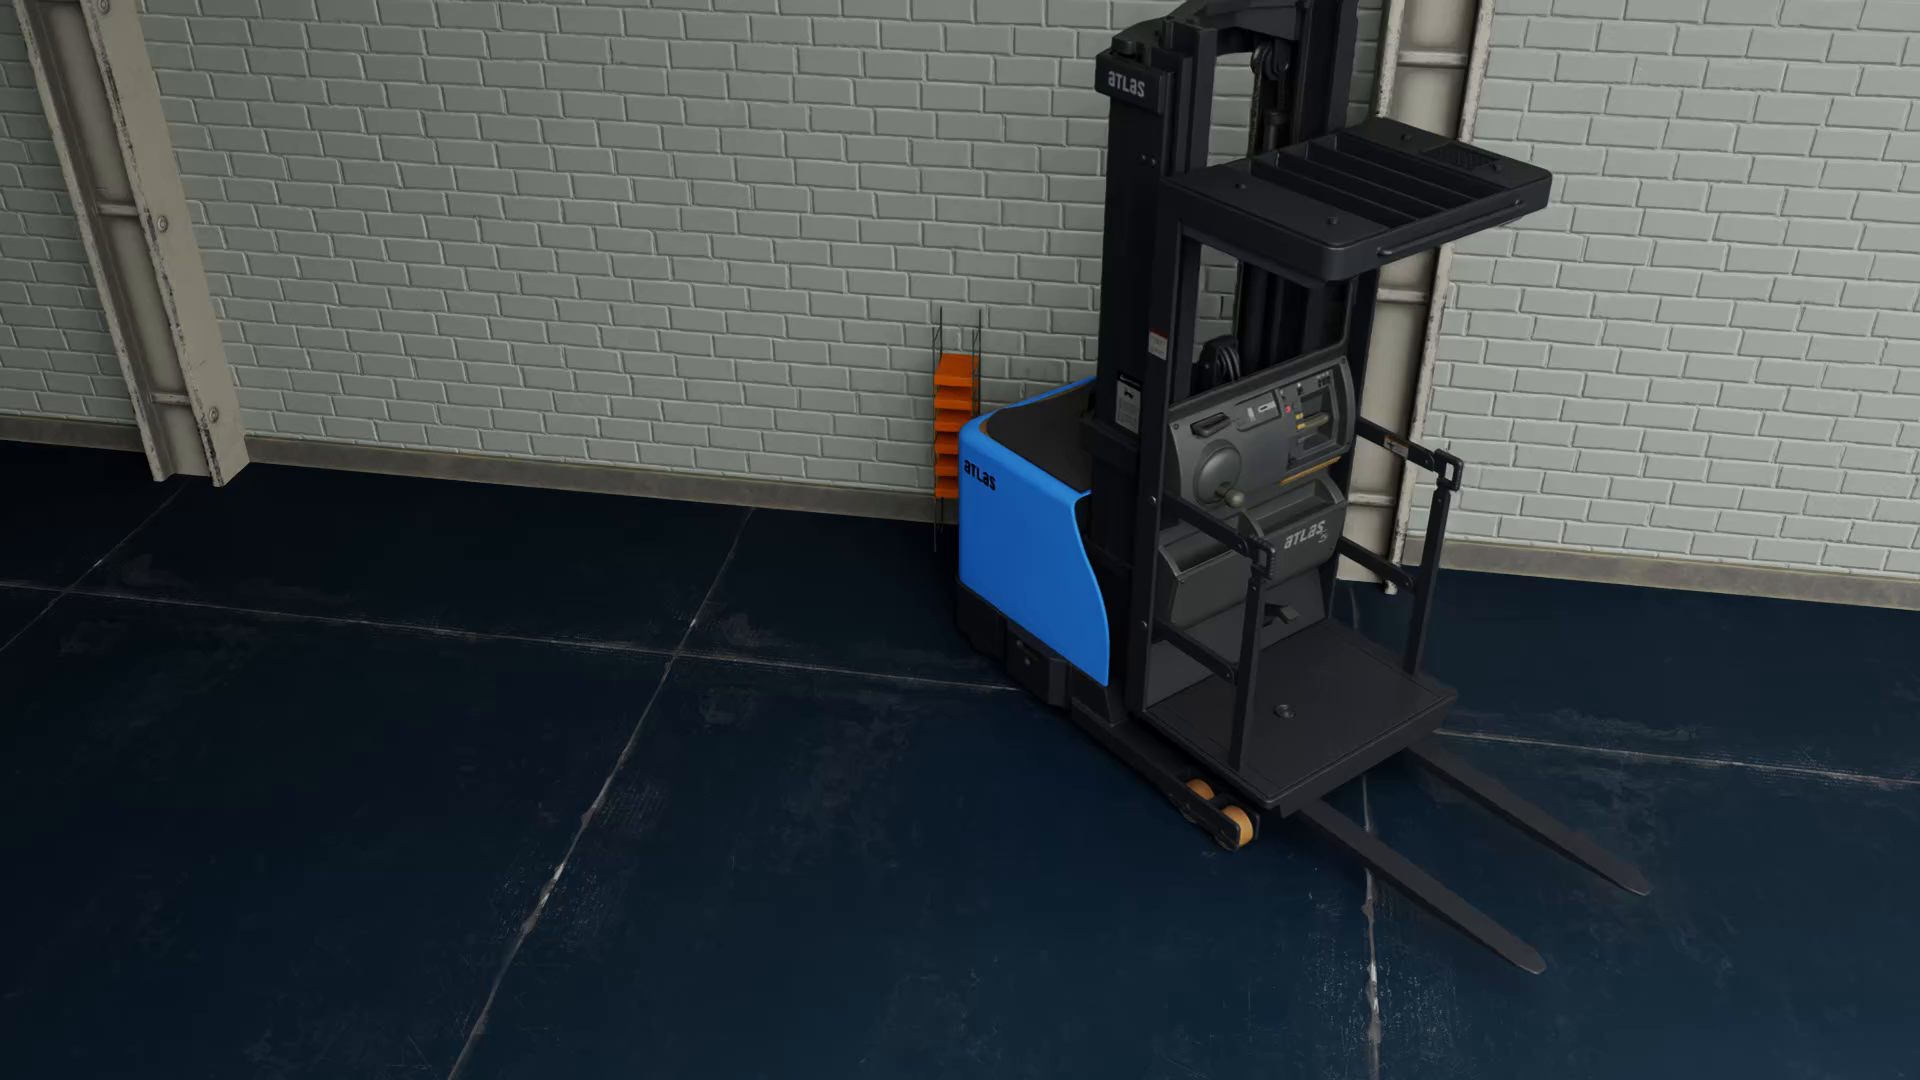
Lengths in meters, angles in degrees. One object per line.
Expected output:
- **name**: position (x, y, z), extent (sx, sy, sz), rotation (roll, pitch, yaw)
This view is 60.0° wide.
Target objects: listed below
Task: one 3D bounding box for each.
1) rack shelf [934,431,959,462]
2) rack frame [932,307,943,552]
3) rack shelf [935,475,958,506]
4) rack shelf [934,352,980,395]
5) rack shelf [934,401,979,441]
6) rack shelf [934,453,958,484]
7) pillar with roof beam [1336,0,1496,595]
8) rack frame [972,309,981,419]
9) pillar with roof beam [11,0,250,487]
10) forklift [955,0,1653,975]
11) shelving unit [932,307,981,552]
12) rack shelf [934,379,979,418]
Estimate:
- **rack shelf**: position (-0.014, -0.467, 7.949), extent (0.180, 0.103, 0.258), rotation (5, 32, 7)
- **rack frame**: position (-0.104, -0.512, 7.937), extent (0.006, 1.200, 0.240), rotation (5, 32, 7)
- **rack shelf**: position (-0.014, -0.264, 8.077), extent (0.180, 0.103, 0.258), rotation (5, 32, 7)
- **rack shelf**: position (-0.014, -0.772, 7.758), extent (0.180, 0.103, 0.258), rotation (5, 32, 7)
- **rack shelf**: position (-0.014, -0.569, 7.886), extent (0.180, 0.103, 0.258), rotation (5, 32, 7)
- **rack shelf**: position (-0.014, -0.365, 8.013), extent (0.180, 0.103, 0.258), rotation (5, 32, 7)
- **pillar with roof beam**: position (1.164, -1.403, 2.010), extent (0.400, 9.000, 9.100), rotation (5, 32, 8)
- **rack frame**: position (0.077, -0.498, 7.914), extent (0.006, 1.200, 0.240), rotation (5, 32, 7)
- **pillar with roof beam**: position (-4.750, -1.939, 2.866), extent (0.400, 9.000, 9.100), rotation (5, 32, 8)
- **forklift**: position (1.267, -0.357, 6.057), extent (1.130, 2.935, 3.031), rotation (-22, 38, -31)
- **shelving unit**: position (-0.014, -0.505, 7.926), extent (0.189, 1.200, 0.258), rotation (5, 32, 7)
- **rack shelf**: position (-0.014, -0.671, 7.822), extent (0.180, 0.103, 0.258), rotation (5, 32, 7)
